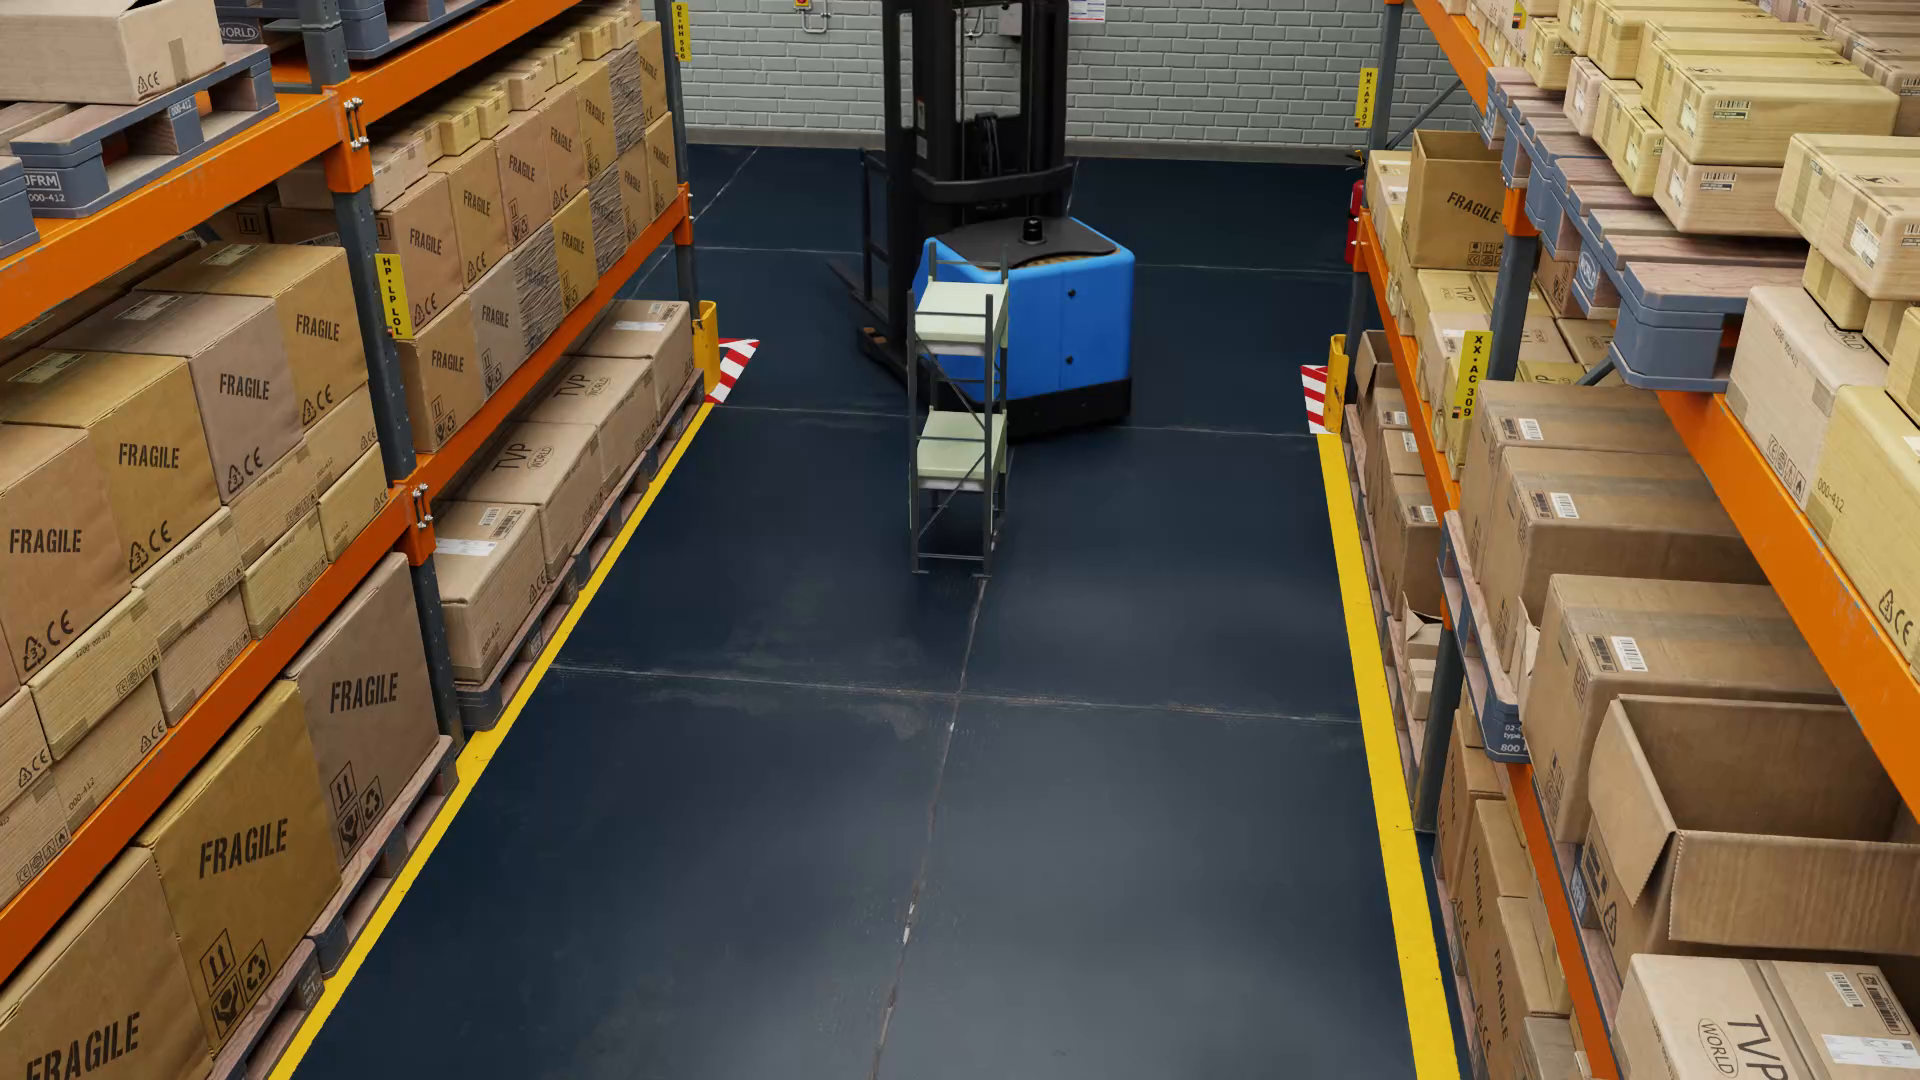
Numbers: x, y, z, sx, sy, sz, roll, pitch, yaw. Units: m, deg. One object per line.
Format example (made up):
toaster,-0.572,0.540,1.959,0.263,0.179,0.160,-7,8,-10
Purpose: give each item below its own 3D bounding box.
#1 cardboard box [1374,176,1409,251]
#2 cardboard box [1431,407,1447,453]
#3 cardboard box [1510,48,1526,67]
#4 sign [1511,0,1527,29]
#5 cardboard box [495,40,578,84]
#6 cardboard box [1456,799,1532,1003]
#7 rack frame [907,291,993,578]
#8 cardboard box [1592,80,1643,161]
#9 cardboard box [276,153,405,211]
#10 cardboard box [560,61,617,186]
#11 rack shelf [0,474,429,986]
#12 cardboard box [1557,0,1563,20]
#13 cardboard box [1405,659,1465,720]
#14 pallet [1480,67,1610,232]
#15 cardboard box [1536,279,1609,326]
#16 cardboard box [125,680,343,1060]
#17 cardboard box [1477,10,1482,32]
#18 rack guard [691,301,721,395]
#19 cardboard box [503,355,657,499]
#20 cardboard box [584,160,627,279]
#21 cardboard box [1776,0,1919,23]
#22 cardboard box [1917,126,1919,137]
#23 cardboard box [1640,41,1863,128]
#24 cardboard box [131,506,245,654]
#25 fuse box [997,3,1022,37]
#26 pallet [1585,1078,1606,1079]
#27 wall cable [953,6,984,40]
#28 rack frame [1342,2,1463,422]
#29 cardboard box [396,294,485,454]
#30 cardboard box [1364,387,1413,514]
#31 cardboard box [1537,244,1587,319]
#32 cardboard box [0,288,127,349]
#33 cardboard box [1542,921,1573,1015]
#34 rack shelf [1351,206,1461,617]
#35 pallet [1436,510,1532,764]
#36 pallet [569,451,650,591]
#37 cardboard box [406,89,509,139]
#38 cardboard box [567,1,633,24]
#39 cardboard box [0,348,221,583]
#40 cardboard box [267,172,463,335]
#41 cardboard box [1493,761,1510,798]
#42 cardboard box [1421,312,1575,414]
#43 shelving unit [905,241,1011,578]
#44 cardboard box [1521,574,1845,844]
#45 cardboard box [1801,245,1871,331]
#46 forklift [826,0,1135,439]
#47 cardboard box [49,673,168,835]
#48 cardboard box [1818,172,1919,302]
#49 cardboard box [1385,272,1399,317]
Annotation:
cardboard box,2.412,-1.670,8.532,0.500,0.250,0.500,4,29,7
cardboard box,2.113,-0.459,6.705,0.380,0.149,0.250,4,29,8
cardboard box,2.057,-1.554,5.574,0.380,0.149,0.250,3,28,6
sign,1.767,-1.734,5.097,0.100,0.325,0.005,3,28,6
cardboard box,-2.077,-2.312,8.036,0.380,0.149,0.250,4,29,7
cardboard box,1.968,1.224,5.508,0.500,0.500,0.500,3,28,6
rack frame,-0.046,-0.485,8.069,0.400,1.500,0.023,3,28,6
cardboard box,1.752,-0.998,3.994,0.380,0.149,0.250,3,28,6
cardboard box,-2.324,-1.347,6.245,0.380,0.149,0.250,3,28,5
cardboard box,-2.052,-2.090,8.307,0.500,0.500,0.500,3,28,6
rack shelf,-2.865,0.814,4.835,1.077,0.370,4.000,3,28,6
cardboard box,1.872,-1.483,4.580,0.380,0.149,0.250,4,29,7
cardboard box,2.083,0.633,6.975,0.380,0.149,0.250,3,28,5
pallet,2.157,-1.092,4.651,1.213,0.211,1.003,3,28,6
cardboard box,2.755,-0.919,7.138,0.500,0.250,0.500,4,29,7
cardboard box,-2.720,1.028,5.476,0.875,0.875,0.875,4,29,8
cardboard box,2.228,-2.034,6.466,0.380,0.149,0.250,4,29,8
rack guard,-2.127,-1.238,10.521,1.175,0.500,0.348,3,28,6
cardboard box,-2.216,-0.636,9.027,0.875,0.438,0.875,4,29,8
cardboard box,-2.056,-1.651,8.546,0.500,0.500,0.500,4,29,8
cardboard box,2.354,-1.339,4.313,0.380,0.149,0.250,3,28,5
cardboard box,2.223,-0.852,3.410,0.380,0.149,0.250,4,29,7
cardboard box,1.745,-1.002,3.687,0.380,0.149,0.250,4,29,7
cardboard box,-2.544,0.103,5.027,0.500,0.250,0.500,4,29,7
fuse box,0.604,-4.225,14.788,0.539,1.711,0.414,3,28,6
pallet,1.830,1.487,3.030,1.213,0.211,1.003,3,28,6
wall cable,-0.054,-5.353,14.452,0.588,1.984,0.122,3,28,6
rack frame,2.796,-2.040,9.375,1.000,3.000,0.127,3,28,6
cardboard box,-2.303,-0.694,6.770,0.500,0.500,0.500,4,29,8
cardboard box,2.484,-0.442,8.601,0.700,0.500,0.500,4,29,8
cardboard box,2.753,-1.238,6.939,0.500,0.500,0.500,3,28,5
cardboard box,-2.994,-0.497,5.350,0.500,0.500,0.500,3,28,6
cardboard box,1.901,1.244,4.787,0.380,0.149,0.250,4,29,8
rack shelf,2.551,-0.782,7.798,1.077,0.370,4.000,3,28,6
pallet,2.100,0.297,5.239,1.003,0.211,1.213,3,28,6
pallet,-2.303,-0.146,8.798,1.003,0.211,1.213,3,28,6
cardboard box,-2.167,-1.829,7.138,0.380,0.149,0.250,3,28,5
cardboard box,-1.983,-2.795,8.932,0.380,0.149,0.250,4,29,7
cardboard box,-2.564,-0.222,4.840,0.500,0.500,0.500,4,29,8
cardboard box,-2.322,-1.138,6.541,0.500,0.500,0.500,4,29,7
cardboard box,2.041,0.761,5.684,0.380,0.149,0.250,3,28,5
cardboard box,2.173,-0.713,6.755,0.500,0.250,0.500,3,29,6
shelving unit,-0.001,-0.657,8.388,0.431,1.500,0.755,3,28,6
cardboard box,1.865,0.442,4.220,0.700,0.500,0.500,3,28,6
cardboard box,1.804,-0.490,3.071,0.380,0.149,0.250,4,29,8
forklift,-0.041,-2.534,10.364,1.130,2.935,3.031,-12,31,-21
cardboard box,-2.628,0.567,4.693,0.500,0.250,0.500,3,28,6
cardboard box,1.695,-0.507,2.789,0.380,0.149,0.250,3,28,5
cardboard box,2.277,-1.187,8.056,0.380,0.149,0.250,3,28,5
